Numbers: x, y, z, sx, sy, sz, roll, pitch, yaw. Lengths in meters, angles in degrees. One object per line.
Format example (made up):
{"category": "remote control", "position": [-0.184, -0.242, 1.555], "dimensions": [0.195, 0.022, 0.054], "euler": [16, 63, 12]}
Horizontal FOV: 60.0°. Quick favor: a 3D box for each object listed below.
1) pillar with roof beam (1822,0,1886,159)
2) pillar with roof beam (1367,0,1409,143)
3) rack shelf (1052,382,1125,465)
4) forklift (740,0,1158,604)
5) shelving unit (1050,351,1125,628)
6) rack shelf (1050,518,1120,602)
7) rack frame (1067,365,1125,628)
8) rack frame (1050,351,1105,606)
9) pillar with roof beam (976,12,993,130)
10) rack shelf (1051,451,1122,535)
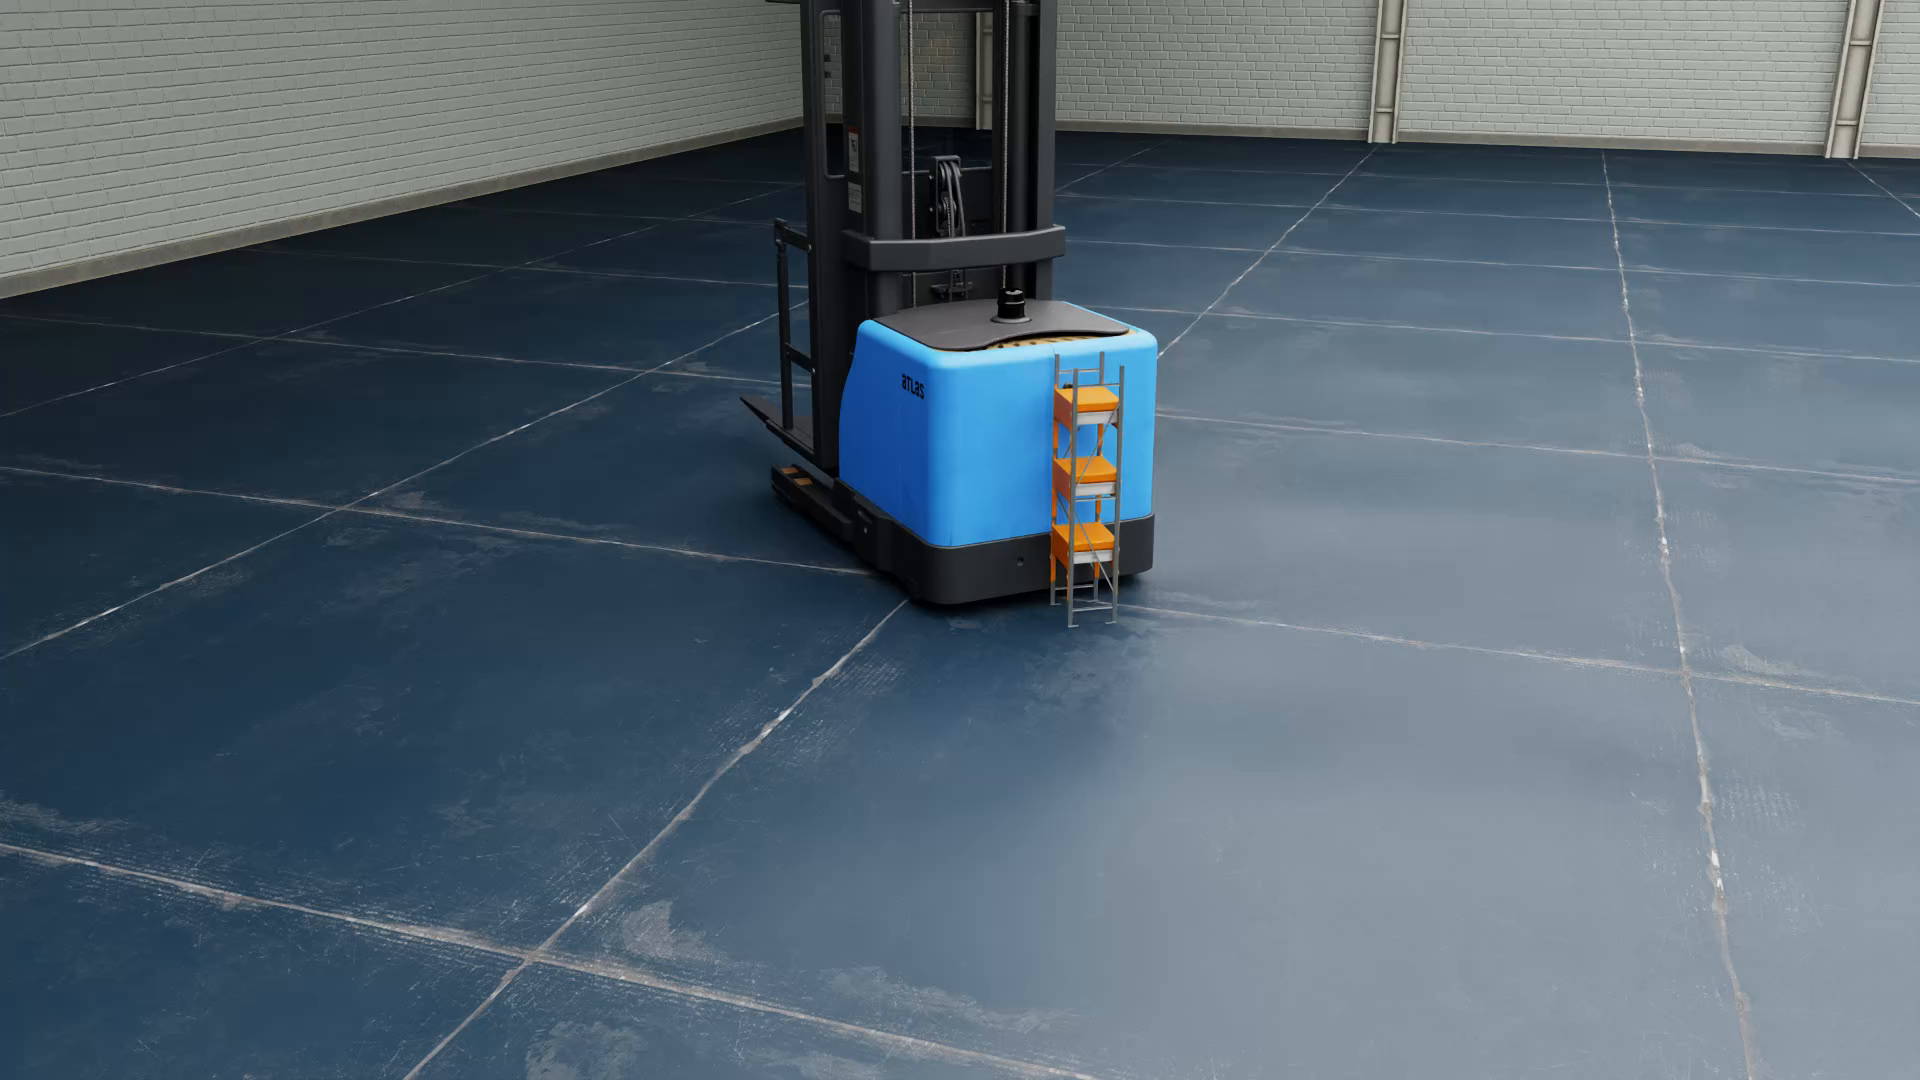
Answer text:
{"category": "pillar with roof beam", "position": [10.401, -8.053, 17.008], "dimensions": [0.400, 9.000, 9.100], "euler": [7, 20, 18]}
{"category": "pillar with roof beam", "position": [4.734, -8.701, 18.867], "dimensions": [0.400, 9.000, 9.100], "euler": [7, 20, 18]}
{"category": "rack shelf", "position": [0.495, -0.454, 6.453], "dimensions": [0.215, 0.259, 0.240], "euler": [-4, 20, -13]}
{"category": "forklift", "position": [-0.268, -1.571, 7.631], "dimensions": [1.130, 2.935, 3.031], "euler": [-9, 21, -24]}
{"category": "shelving unit", "position": [0.495, -0.196, 6.543], "dimensions": [0.215, 1.050, 0.252], "euler": [-4, 20, -13]}
{"category": "rack shelf", "position": [0.495, 0.077, 6.638], "dimensions": [0.215, 0.259, 0.240], "euler": [-4, 20, -13]}
{"category": "rack frame", "position": [0.523, -0.157, 6.431], "dimensions": [0.200, 1.050, 0.008], "euler": [-4, 20, -13]}
{"category": "rack frame", "position": [0.467, -0.235, 6.655], "dimensions": [0.200, 1.050, 0.008], "euler": [-4, 20, -13]}
{"category": "pillar with roof beam", "position": [-0.934, -9.349, 20.727], "dimensions": [0.400, 9.000, 9.100], "euler": [7, 20, 18]}
{"category": "rack shelf", "position": [0.495, -0.186, 6.546], "dimensions": [0.215, 0.259, 0.240], "euler": [-4, 20, -13]}
